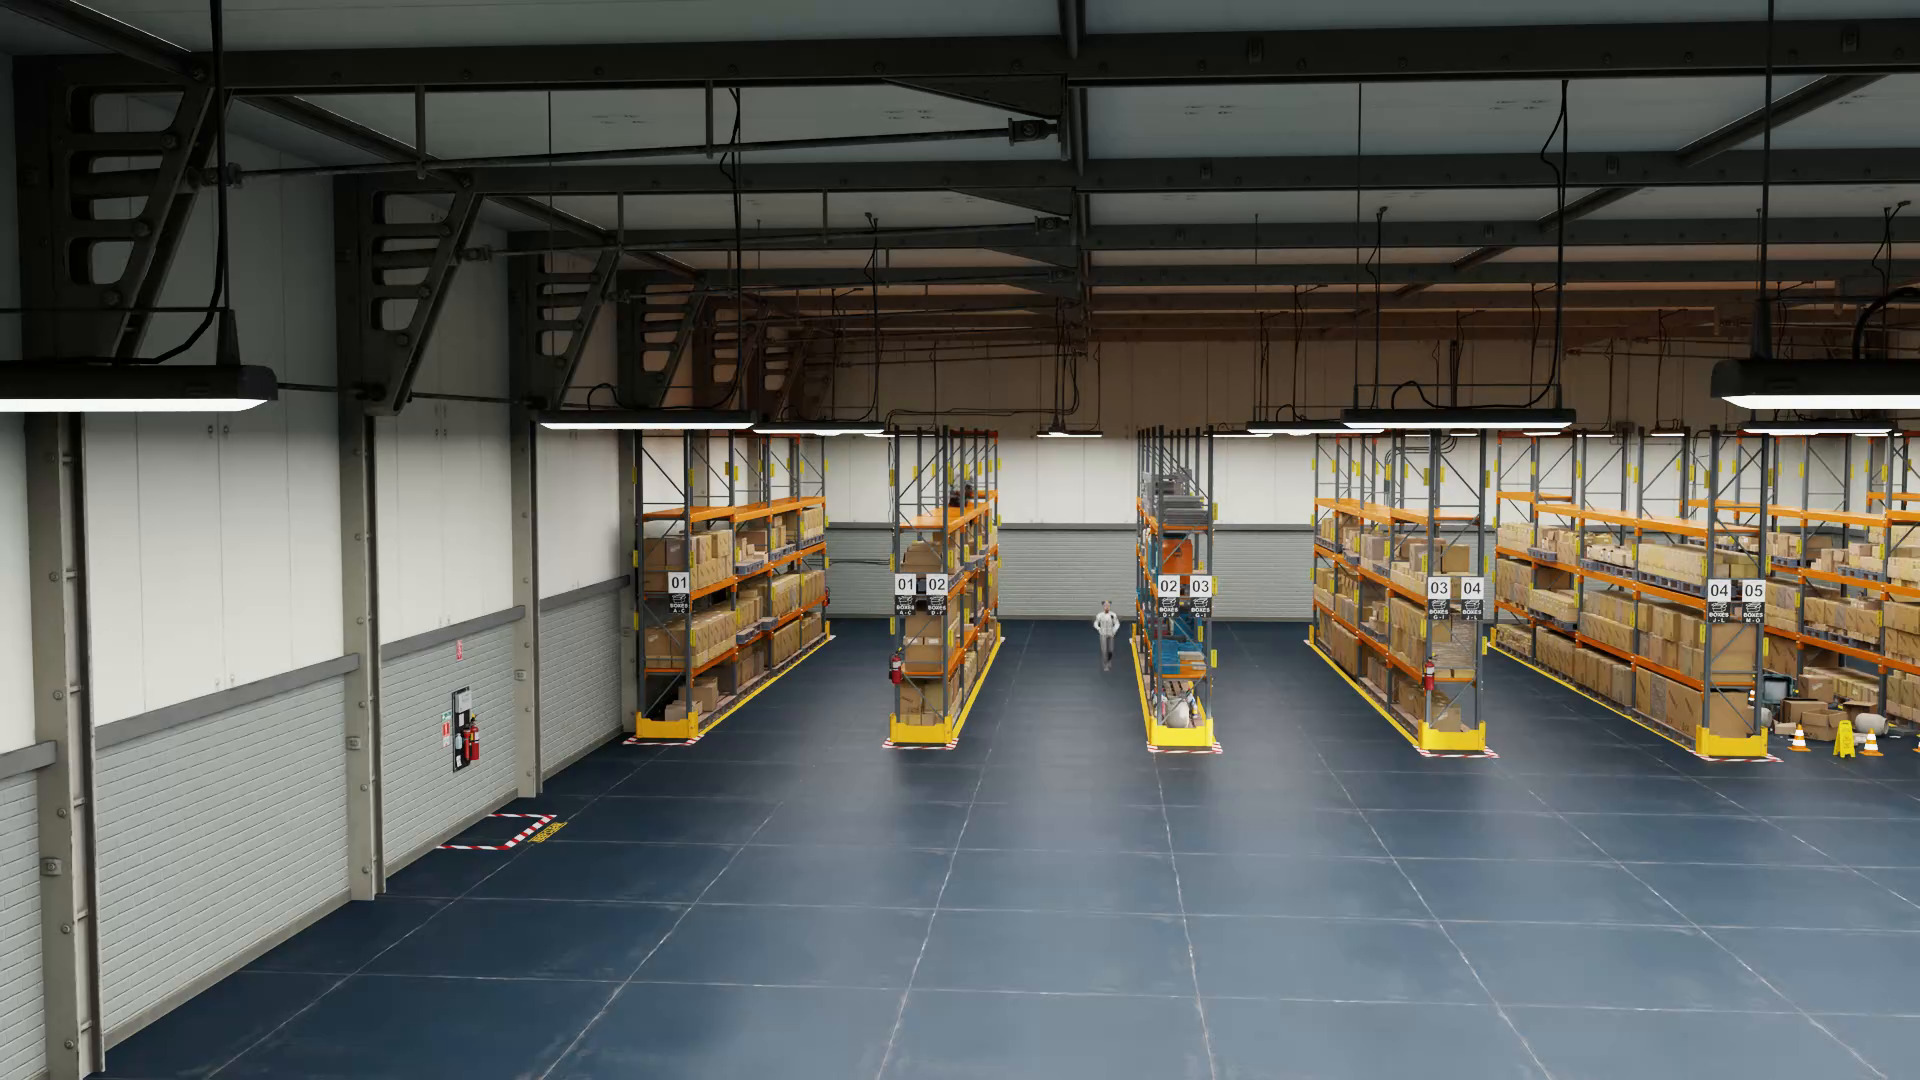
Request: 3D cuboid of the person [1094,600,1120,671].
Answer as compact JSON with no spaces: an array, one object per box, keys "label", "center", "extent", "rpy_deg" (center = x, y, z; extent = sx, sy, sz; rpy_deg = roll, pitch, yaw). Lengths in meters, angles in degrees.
[{"label":"person","center":[3.441,2.247,39.185],"extent":[0.565,1.661,0.506],"rpy_deg":[0,3,1]}]
